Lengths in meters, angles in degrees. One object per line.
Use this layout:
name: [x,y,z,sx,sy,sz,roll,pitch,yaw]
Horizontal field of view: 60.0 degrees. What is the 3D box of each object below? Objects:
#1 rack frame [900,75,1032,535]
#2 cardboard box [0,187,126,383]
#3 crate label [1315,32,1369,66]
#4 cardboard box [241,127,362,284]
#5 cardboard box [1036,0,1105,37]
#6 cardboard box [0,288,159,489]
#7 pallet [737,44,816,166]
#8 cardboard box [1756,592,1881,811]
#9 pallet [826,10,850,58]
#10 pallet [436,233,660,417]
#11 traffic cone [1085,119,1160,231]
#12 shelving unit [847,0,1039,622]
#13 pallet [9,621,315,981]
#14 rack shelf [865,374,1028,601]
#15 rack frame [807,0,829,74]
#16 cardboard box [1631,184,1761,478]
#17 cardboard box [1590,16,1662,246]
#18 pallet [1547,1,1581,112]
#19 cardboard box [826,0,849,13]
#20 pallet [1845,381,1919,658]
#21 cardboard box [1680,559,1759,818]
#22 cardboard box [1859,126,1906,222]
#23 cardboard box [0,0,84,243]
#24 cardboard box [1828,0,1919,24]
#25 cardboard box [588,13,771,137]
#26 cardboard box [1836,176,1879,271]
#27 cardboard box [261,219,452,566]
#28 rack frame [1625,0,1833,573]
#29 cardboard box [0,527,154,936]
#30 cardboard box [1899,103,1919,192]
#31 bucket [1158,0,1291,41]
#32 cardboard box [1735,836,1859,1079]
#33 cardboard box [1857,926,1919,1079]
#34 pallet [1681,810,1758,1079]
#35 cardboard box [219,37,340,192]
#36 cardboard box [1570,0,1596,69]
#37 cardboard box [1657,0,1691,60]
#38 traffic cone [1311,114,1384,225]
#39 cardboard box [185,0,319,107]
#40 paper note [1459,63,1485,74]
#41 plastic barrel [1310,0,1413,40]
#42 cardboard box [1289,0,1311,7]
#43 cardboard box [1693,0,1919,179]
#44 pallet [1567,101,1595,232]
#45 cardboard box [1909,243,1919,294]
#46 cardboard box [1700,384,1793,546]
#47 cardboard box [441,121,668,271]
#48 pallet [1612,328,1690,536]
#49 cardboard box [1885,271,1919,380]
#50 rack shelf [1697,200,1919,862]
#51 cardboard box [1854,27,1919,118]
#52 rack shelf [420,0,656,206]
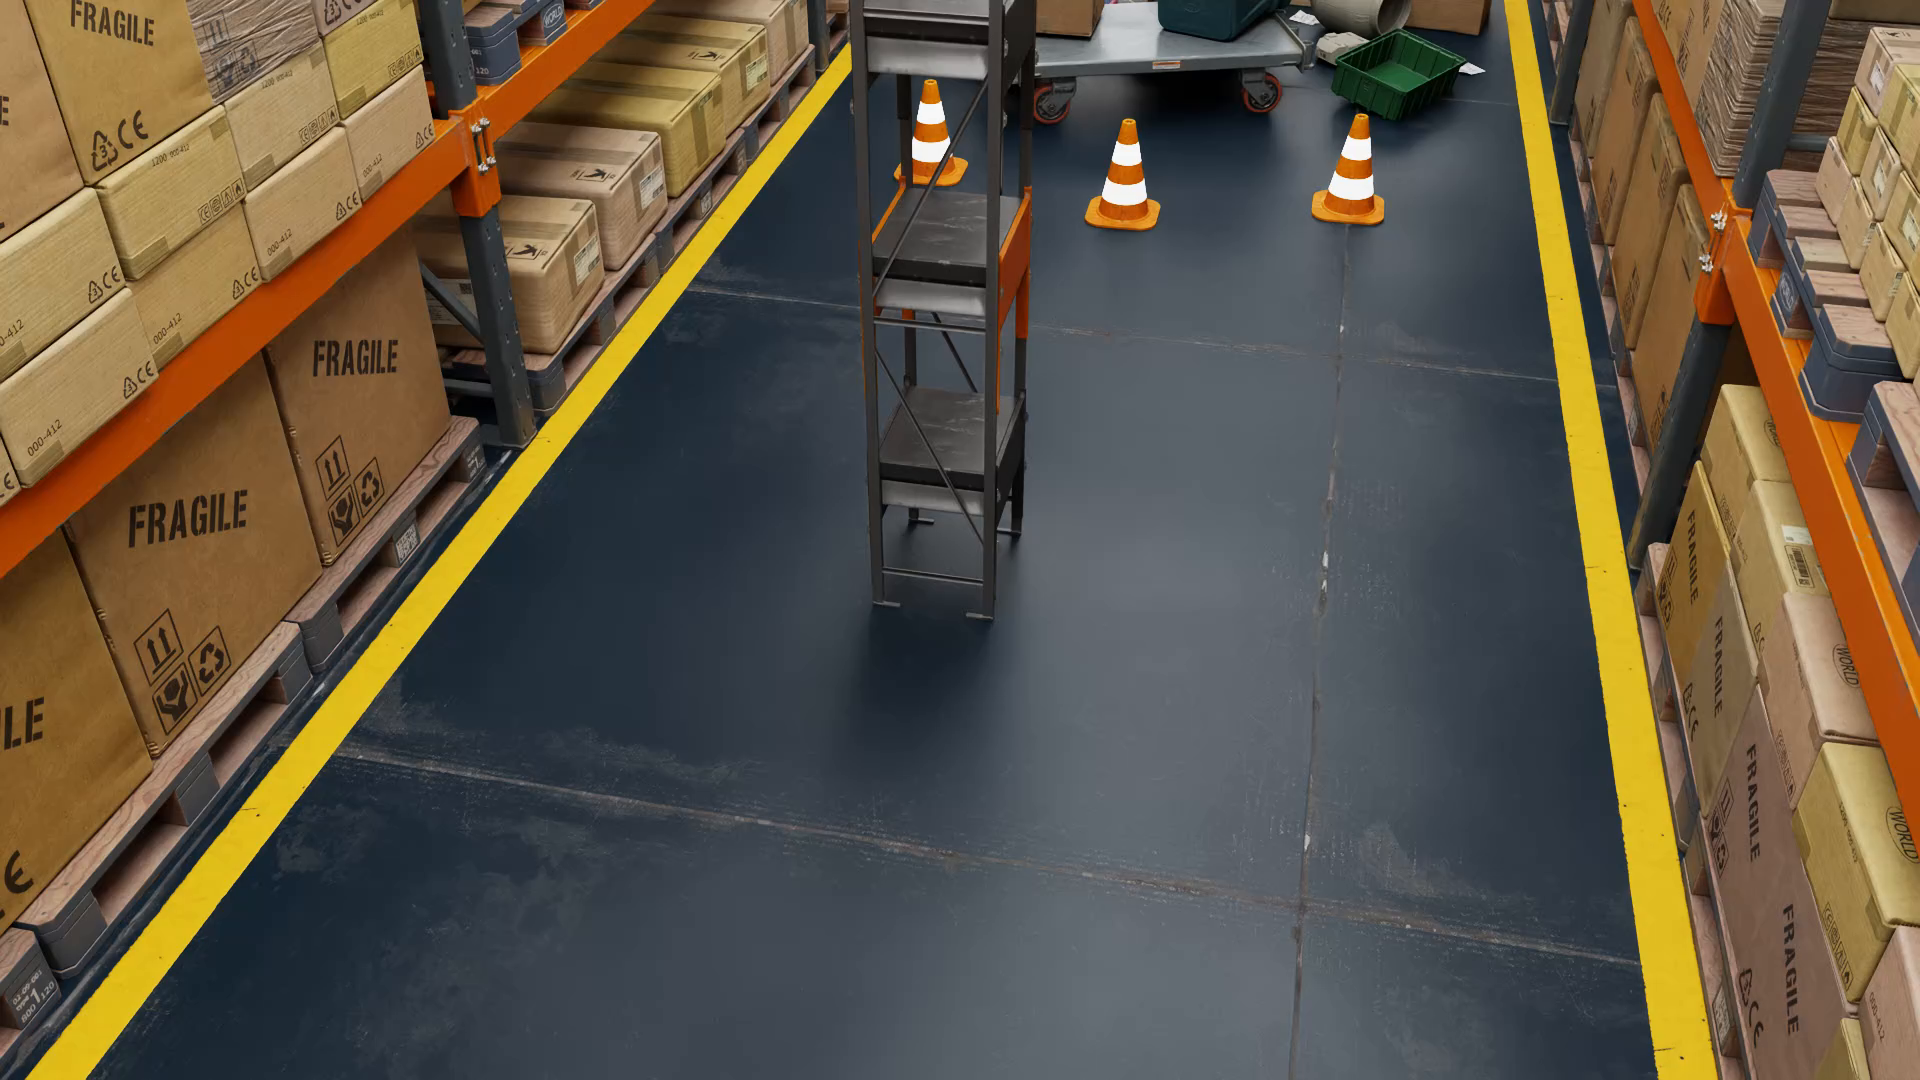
rack frame: [0.017,-0.895,5.196,0.400,2.100,0.015,7,37,10]
cardboard box: [-2.262,-0.587,3.706,0.500,0.250,0.500,6,36,9]
crate label: [2.188,-2.799,9.495,0.298,0.136,0.250,-17,39,-22]
cardboard box: [-2.049,-0.965,4.654,0.500,0.250,0.500,8,37,11]
cardboard box: [0.499,-3.025,8.853,0.500,0.500,0.500,7,37,10]
cardboard box: [-2.254,-0.383,3.850,0.500,0.250,0.500,7,36,9]
pallet: [-1.411,-2.361,8.828,1.003,0.211,1.213,7,37,10]
cardboard box: [2.146,0.395,3.782,0.500,0.250,0.500,8,37,10]
pallet: [-1.138,-3.197,9.981,1.003,0.211,1.213,7,37,10]
pallet: [-1.933,-0.962,6.898,1.003,0.211,1.213,7,37,10]
traffic cone: [0.771,-1.731,7.745,0.336,0.463,0.334,7,37,10]
shelving unit: [-0.035,-0.755,5.003,0.431,2.100,0.503,7,37,10]
pallet: [-2.606,0.626,4.707,1.003,0.211,1.213,7,37,10]
rack shelf: [-0.035,-0.177,5.422,0.431,0.518,0.480,7,37,10]
rack frame: [-1.247,-3.937,8.626,1.000,3.000,0.127,7,37,10]
cardboard box: [2.974,-0.678,5.688,1.050,0.750,0.750,7,36,9]
cardboard box: [3.356,-1.713,7.117,1.050,0.750,0.750,7,37,10]
pallet: [3.850,-2.671,9.256,1.003,0.211,1.213,7,37,10]
cardboard box: [-0.857,-3.298,9.729,0.500,0.250,0.500,6,36,8]
pallet: [2.374,0.137,3.169,1.003,0.211,1.213,7,37,10]
cardboard box: [2.252,0.423,4.382,0.500,0.500,0.500,8,37,11]
cardboard box: [2.401,-0.862,3.986,0.380,0.149,0.250,9,37,12]
cardboard box: [-2.285,-0.891,3.486,0.500,0.500,0.500,7,36,9]
cardboard box: [2.862,-1.782,4.716,0.700,0.500,0.500,7,37,10]
cardboard box: [-1.506,-2.329,8.289,0.950,0.372,0.625,10,37,13]
cardboard box: [2.406,-0.764,4.105,0.380,0.149,0.250,9,37,12]
cardboard box: [-2.330,-0.568,5.430,0.875,0.875,0.875,7,37,10]
rack frame: [2.756,-1.081,4.685,1.000,3.000,0.127,7,37,10]
cardboard box: [-2.716,0.456,4.018,0.875,0.875,0.875,8,37,11]
cardboard box: [2.357,-0.855,3.723,0.380,0.149,0.250,7,37,10]
bucket: [1.388,-3.031,8.870,0.726,0.611,0.620,20,51,26]
cardboard box: [2.038,1.011,3.571,0.500,0.500,0.500,7,36,9]
cardboard box: [1.937,0.999,2.949,0.500,0.250,0.500,9,37,12]
pallet: [2.325,1.193,3.924,1.003,0.211,1.213,7,37,10]
cardboard box: [-2.062,-1.181,4.525,0.500,0.250,0.500,6,36,9]
cardboard box: [3.814,-3.036,8.835,0.875,0.875,0.875,8,37,11]
cardboard box: [2.805,-1.986,5.848,0.500,0.500,0.500,7,36,9]
traffic cone: [1.849,-1.767,7.794,0.336,0.463,0.334,7,37,10]
cardboard box: [-2.057,-1.464,4.277,0.500,0.500,0.500,8,37,11]
paper note: [2.870,-2.671,9.409,0.147,0.020,0.142,-17,39,-22]
plastic barrel: [2.355,-3.174,9.768,0.421,0.421,0.512,-24,42,-30]
cardboard box: [2.179,-3.483,10.330,0.396,0.266,0.258,14,38,18]
cardboard box: [2.590,-1.413,5.059,0.500,0.500,0.500,7,37,10]
pallet: [3.520,-1.793,8.044,1.003,0.211,1.213,7,37,10]
cardboard box: [2.294,-0.564,3.575,0.380,0.149,0.250,7,37,10]
cardboard box: [2.373,-0.177,4.572,0.500,0.250,0.500,6,36,8]
cardboard box: [-1.821,-1.496,7.140,0.950,0.372,0.625,7,36,9]
pallet: [2.998,-0.394,6.114,1.003,0.211,1.213,7,37,10]
cardboard box: [2.293,-0.455,3.677,0.380,0.149,0.250,9,37,12]
rack shelf: [2.329,0.357,3.314,1.077,0.370,4.000,7,37,10]
cardboard box: [2.468,-1.147,4.126,0.380,0.149,0.250,7,37,10]
rack shelf: [-1.674,-2.499,7.255,1.077,0.370,4.000,7,37,10]
